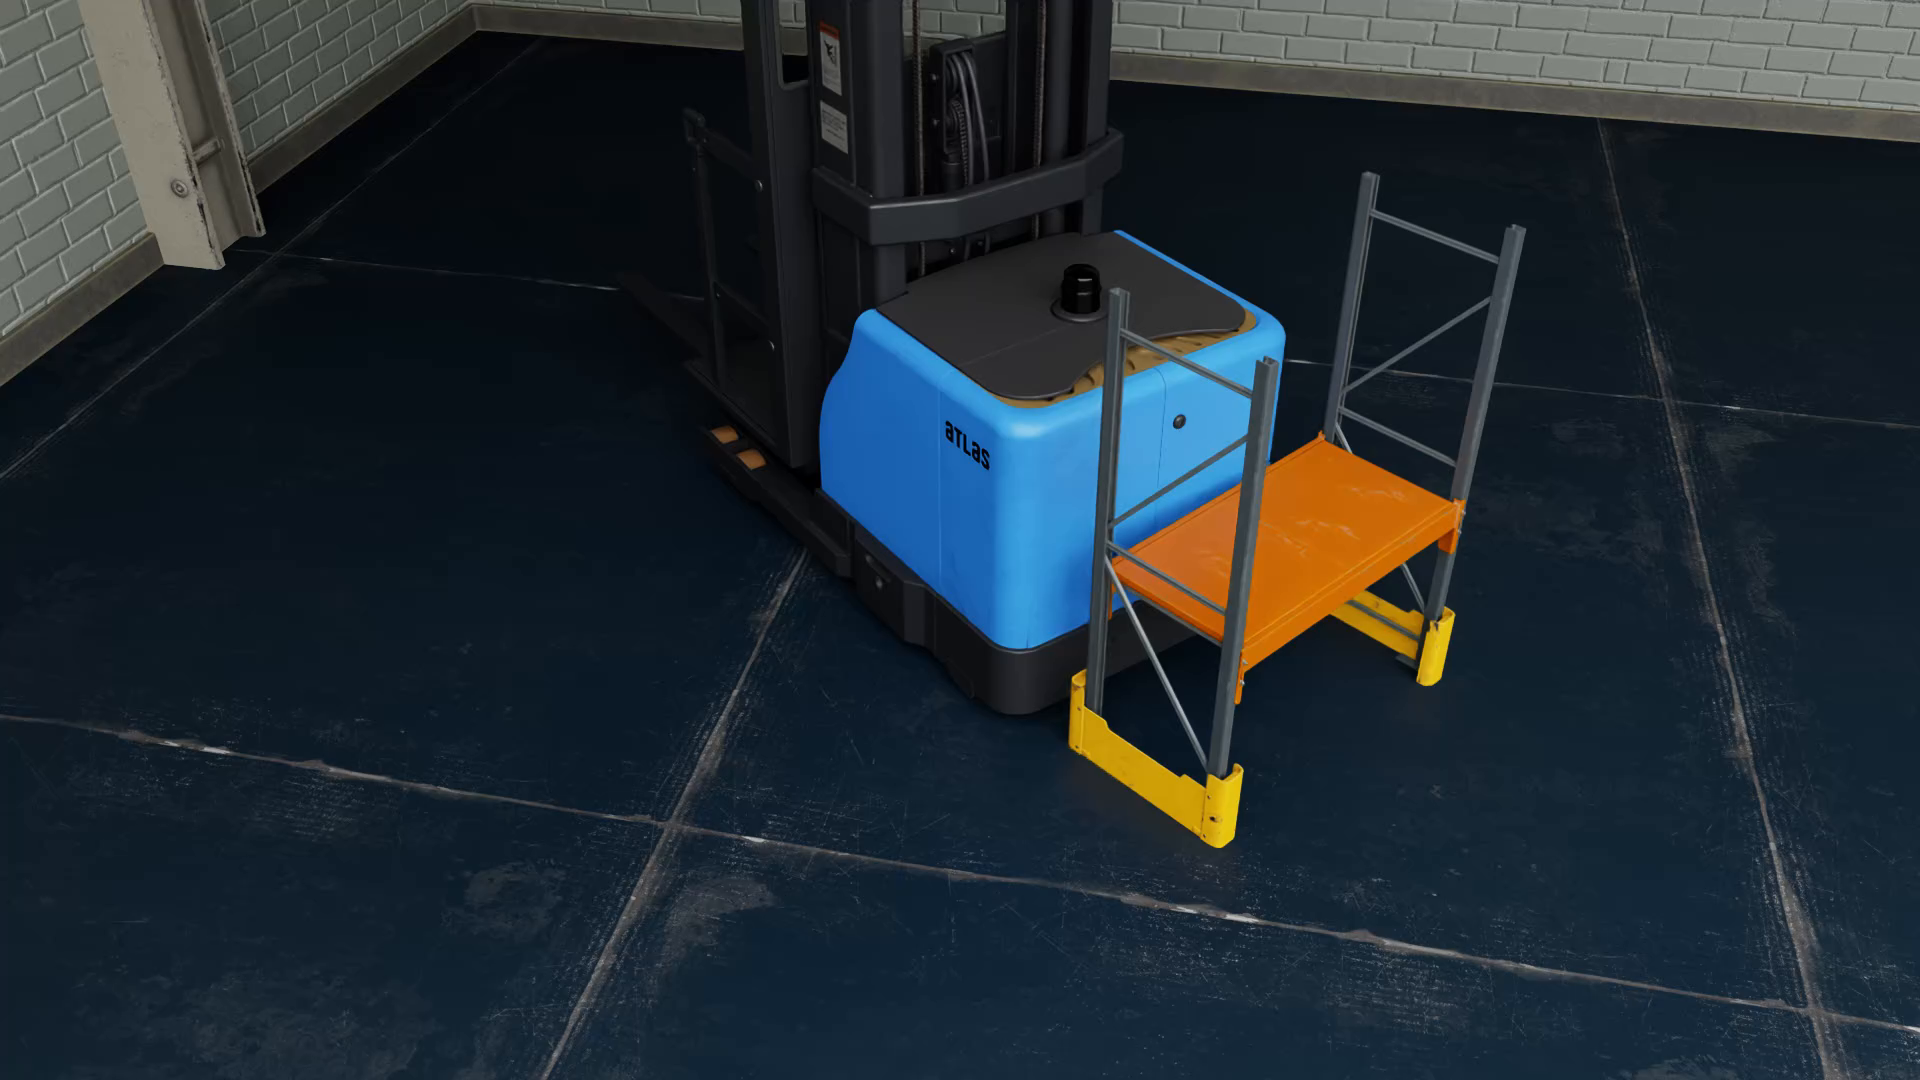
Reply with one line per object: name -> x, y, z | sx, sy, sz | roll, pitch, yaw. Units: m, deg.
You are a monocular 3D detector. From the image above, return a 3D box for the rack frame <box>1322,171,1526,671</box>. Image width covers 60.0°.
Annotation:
rack frame -> 1.287, -0.300, 4.886 | 0.032, 1.500, 0.500 | -28, 45, -33

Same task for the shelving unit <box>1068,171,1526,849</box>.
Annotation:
shelving unit -> 0.907, -0.094, 4.602 | 1.083, 1.500, 0.587 | -28, 45, -33

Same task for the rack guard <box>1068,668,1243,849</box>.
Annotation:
rack guard -> 0.541, 0.610, 4.695 | 0.087, 0.250, 0.587 | -28, 45, -33

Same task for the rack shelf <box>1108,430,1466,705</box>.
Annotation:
rack shelf -> 0.913, 0.048, 4.713 | 1.000, 0.185, 0.538 | -28, 45, -33

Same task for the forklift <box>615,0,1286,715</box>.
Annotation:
forklift -> -0.293, -1.491, 5.310 | 1.130, 2.935, 3.031 | -22, 41, -28

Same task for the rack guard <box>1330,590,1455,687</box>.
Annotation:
rack guard -> 1.272, 0.213, 5.242 | 0.087, 0.250, 0.587 | -28, 45, -33

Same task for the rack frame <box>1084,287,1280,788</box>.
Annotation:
rack frame -> 0.540, 0.105, 4.328 | 0.032, 1.500, 0.500 | -28, 45, -33

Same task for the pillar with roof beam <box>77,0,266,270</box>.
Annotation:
pillar with roof beam -> 0.795, -4.441, 4.209 | 9.100, 9.000, 0.400 | 7, 37, 10
